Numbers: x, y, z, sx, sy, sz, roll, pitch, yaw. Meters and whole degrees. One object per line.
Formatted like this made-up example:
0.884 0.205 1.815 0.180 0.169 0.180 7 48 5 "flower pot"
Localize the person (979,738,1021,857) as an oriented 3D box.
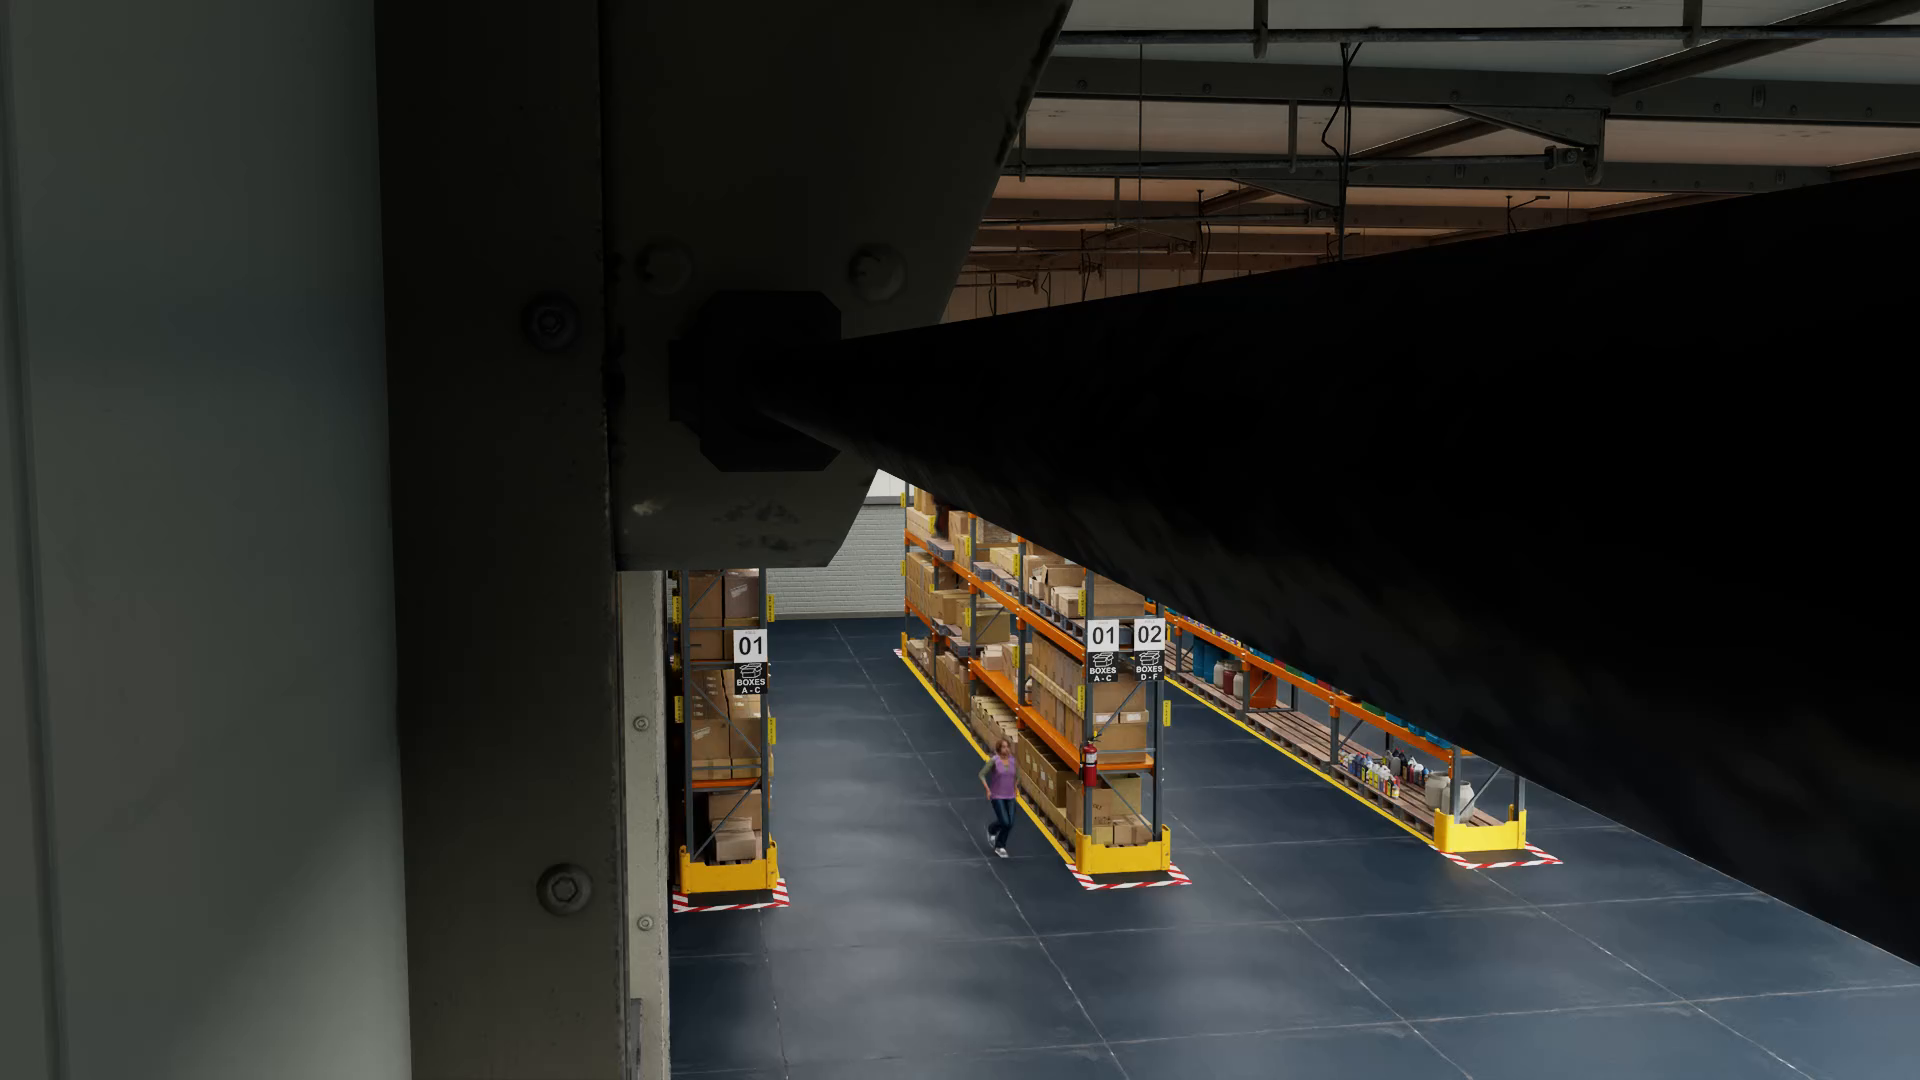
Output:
0.572 3.336 21.455 0.530 1.558 0.497 -3 7 -25 "person"
